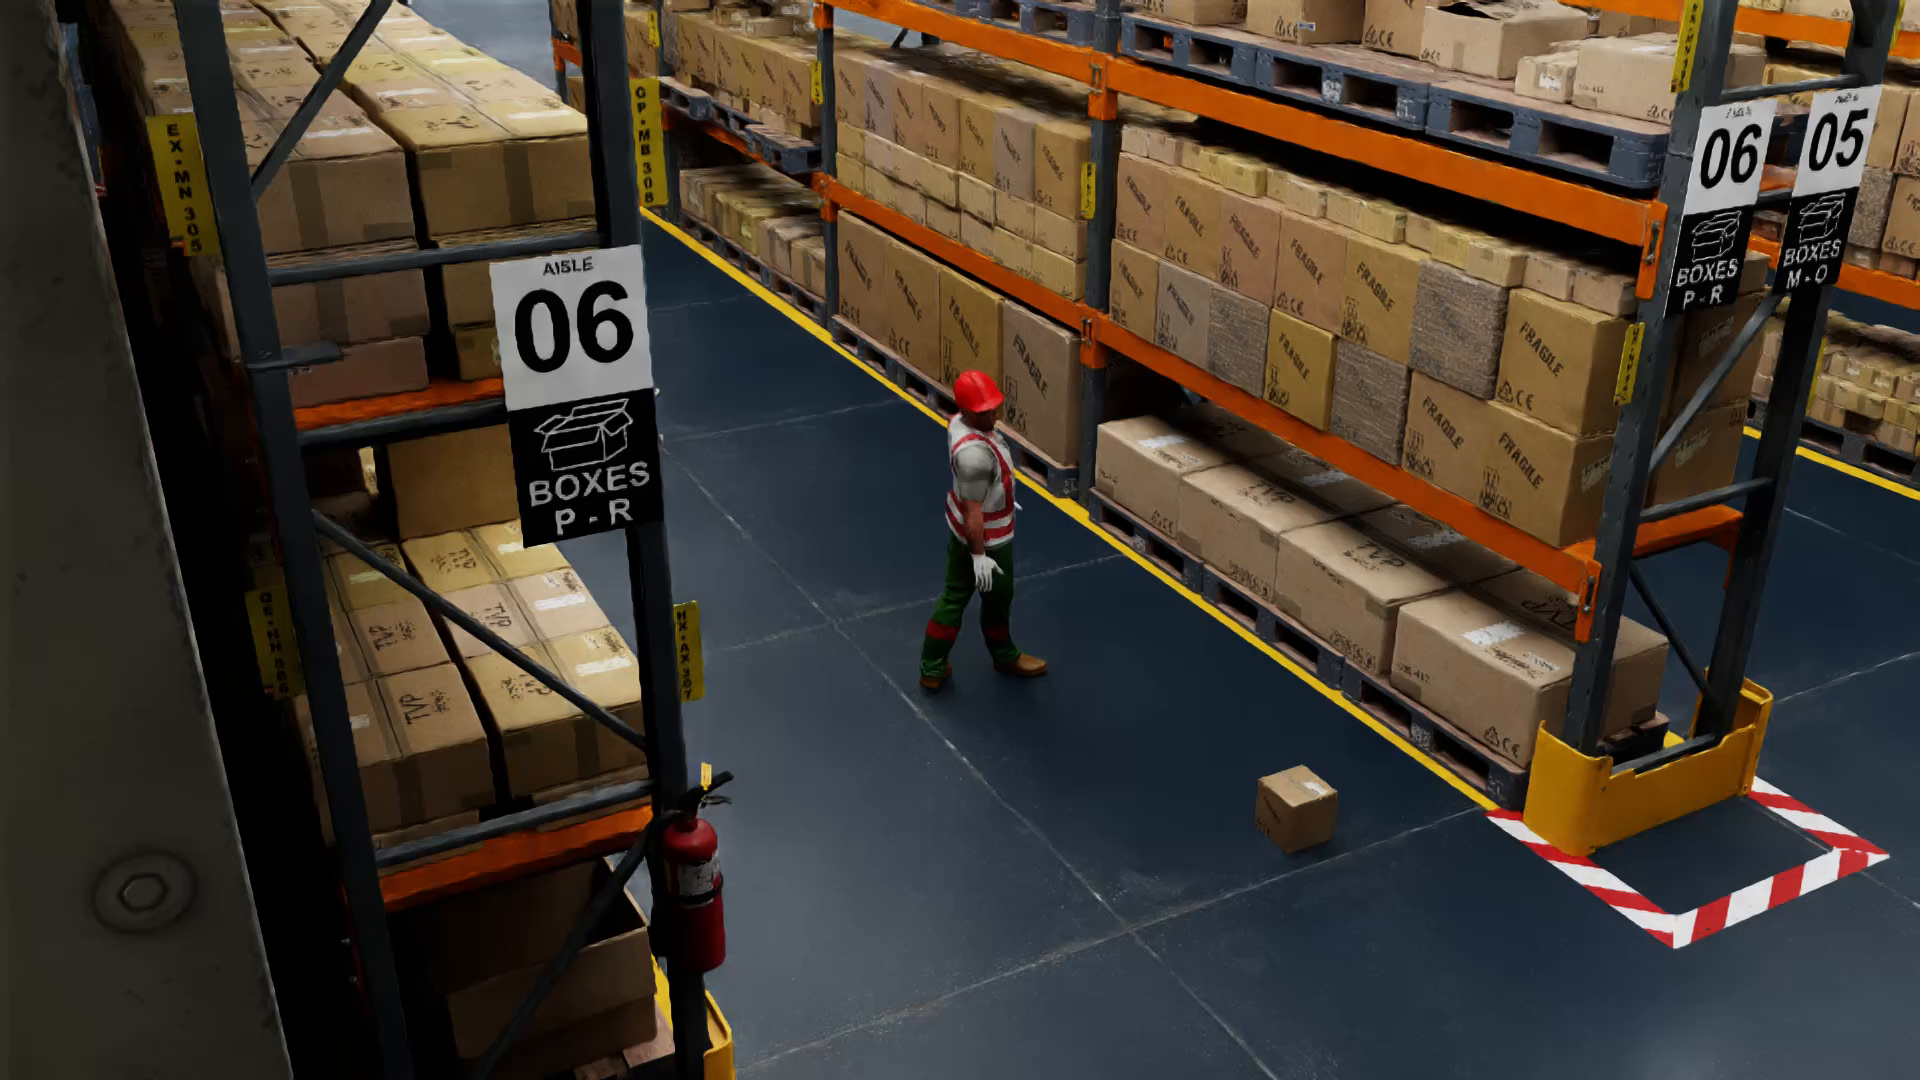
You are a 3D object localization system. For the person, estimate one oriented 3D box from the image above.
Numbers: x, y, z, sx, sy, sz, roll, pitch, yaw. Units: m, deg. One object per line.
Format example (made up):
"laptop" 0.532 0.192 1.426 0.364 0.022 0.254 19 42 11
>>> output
"person" 0.138 -0.045 8.199 0.690 1.752 0.594 -8 26 -16
